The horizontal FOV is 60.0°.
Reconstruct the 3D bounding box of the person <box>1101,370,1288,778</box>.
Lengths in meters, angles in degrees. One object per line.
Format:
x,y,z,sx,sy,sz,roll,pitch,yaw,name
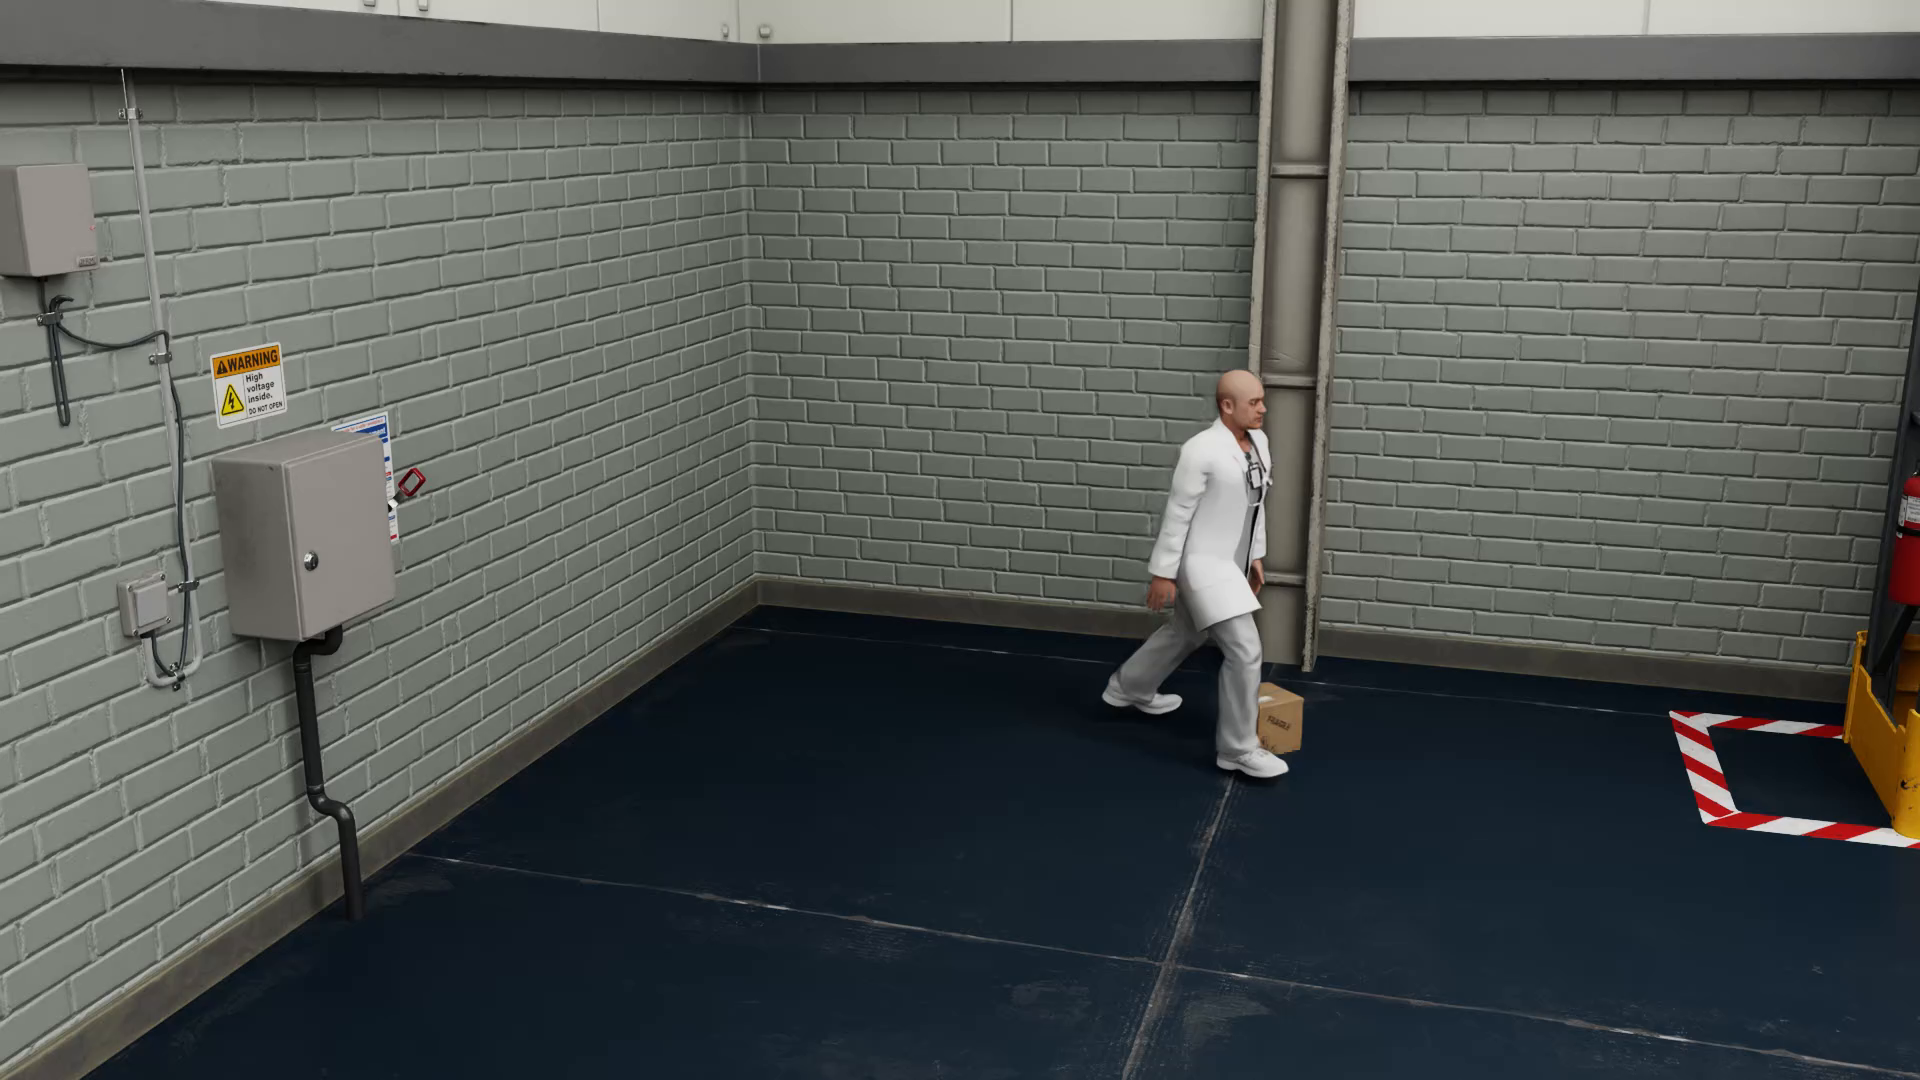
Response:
1.072,0.097,7.227,1.033,1.714,0.623,11,18,36,person
